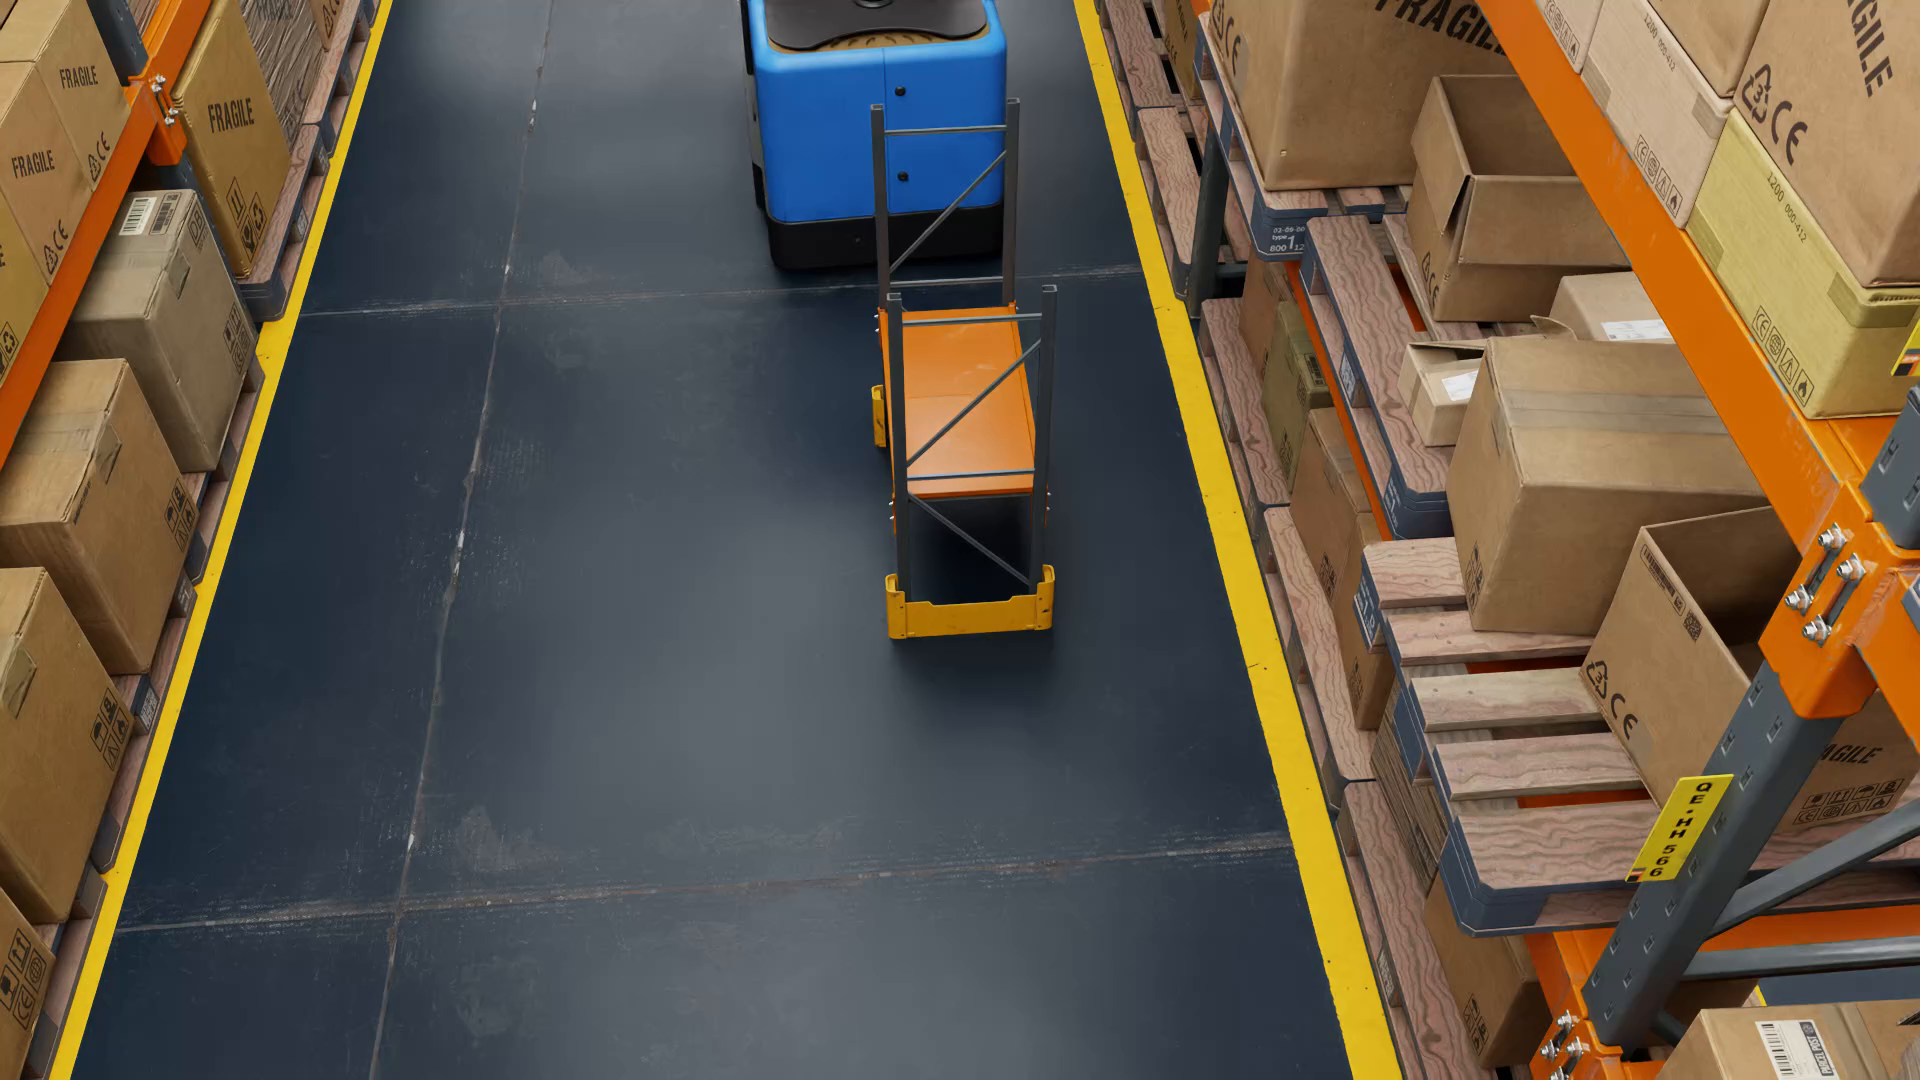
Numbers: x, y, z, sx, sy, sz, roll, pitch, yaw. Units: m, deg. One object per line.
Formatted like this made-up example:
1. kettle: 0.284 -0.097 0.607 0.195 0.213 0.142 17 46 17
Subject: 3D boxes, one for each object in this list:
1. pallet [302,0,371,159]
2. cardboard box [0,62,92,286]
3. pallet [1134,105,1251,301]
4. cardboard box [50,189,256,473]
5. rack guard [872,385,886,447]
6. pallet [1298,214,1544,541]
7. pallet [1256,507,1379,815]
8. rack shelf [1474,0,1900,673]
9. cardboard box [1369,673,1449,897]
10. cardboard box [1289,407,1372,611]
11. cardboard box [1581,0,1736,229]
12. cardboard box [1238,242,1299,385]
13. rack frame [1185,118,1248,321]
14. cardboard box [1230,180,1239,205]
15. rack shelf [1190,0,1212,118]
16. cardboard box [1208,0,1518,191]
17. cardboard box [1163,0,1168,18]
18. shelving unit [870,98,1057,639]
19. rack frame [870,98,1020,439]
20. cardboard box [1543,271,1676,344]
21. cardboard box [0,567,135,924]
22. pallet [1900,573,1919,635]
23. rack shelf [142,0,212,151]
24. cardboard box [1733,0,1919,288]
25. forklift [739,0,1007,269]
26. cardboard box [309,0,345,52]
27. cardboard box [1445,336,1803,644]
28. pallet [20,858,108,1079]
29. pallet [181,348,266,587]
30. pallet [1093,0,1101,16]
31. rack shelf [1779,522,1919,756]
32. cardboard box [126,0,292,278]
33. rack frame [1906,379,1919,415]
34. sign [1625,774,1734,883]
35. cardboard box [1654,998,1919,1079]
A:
1. pallet: -3.560 -2.300 8.283 1.003 0.211 1.213 -3 47 -3
2. cardboard box: -3.117 -1.126 5.182 0.500 0.500 0.500 -4 47 -4
3. pallet: 1.390 -1.572 7.594 1.003 0.211 1.213 -3 47 -3
4. cardboard box: -3.328 -0.746 6.151 1.050 0.750 0.750 -4 47 -3
5. rack guard: -0.048 -0.501 6.553 0.587 0.250 0.087 -3 47 -3
6. pallet: 1.610 -0.517 4.806 1.003 0.211 1.213 -3 47 -3
7. pallet: 1.654 0.360 5.764 1.003 0.211 1.213 -3 47 -3
8. rack shelf: 1.649 -1.384 3.925 1.077 0.370 4.000 -3 47 -3
9. cardboard box: 1.681 0.671 4.967 0.700 0.500 0.500 -7 47 -7
10. cardboard box: 1.580 -0.142 5.738 0.700 0.500 0.500 -7 47 -7
11. cardboard box: 1.477 -0.820 2.998 0.500 0.250 0.500 -4 47 -3
12. cardboard box: 1.512 -0.893 6.449 0.700 0.500 0.500 -7 47 -6
13. rack frame: 1.482 -2.047 6.123 1.000 3.000 0.127 -3 47 -3
14. cardboard box: 1.488 -1.624 7.154 0.500 0.500 0.500 -5 47 -5
15. rack shelf: 1.314 -3.247 7.755 1.077 0.370 4.000 -3 47 -3
16. cardboard box: 1.409 -1.815 5.200 1.000 1.000 1.000 -3 47 -3
17. cardboard box: 1.300 -2.889 8.352 0.500 0.500 0.500 0 47 0
18. shelving unit: -0.006 -0.571 5.758 0.587 1.500 1.083 -3 47 -3
19. rack frame: -0.050 -0.945 6.112 0.500 1.500 0.032 -3 47 -3
20. cardboard box: 1.906 -0.473 4.446 0.500 0.250 0.500 -5 47 -4
21. cardboard box: -3.172 0.626 4.851 1.050 0.750 0.750 -3 47 -3
22. pallet: 1.923 0.343 1.923 1.213 0.211 1.003 -2 47 -1
23. rack shelf: -3.637 -3.019 7.538 1.077 0.370 4.000 -3 47 -3
24. cardboard box: 1.527 -0.721 2.388 0.500 0.500 0.500 -2 47 -2
25. forklift: -0.518 -3.274 7.332 1.130 2.935 3.031 -6 47 -6
26. cardboard box: -3.606 -3.004 8.203 0.875 0.875 0.875 -4 47 -4
27. cardboard box: 1.585 -0.118 3.938 0.700 0.500 0.500 3 47 3
28. pallet: -3.125 1.459 4.723 1.003 0.211 1.213 -3 47 -3
29. pallet: -3.330 -0.306 6.395 1.003 0.211 1.213 -3 47 -3
30. pallet: 1.186 -3.338 9.266 1.003 0.211 1.213 -3 47 -3
31. rack shelf: 1.984 1.510 1.184 1.077 0.370 4.000 -3 47 -3
32. cardboard box: -3.452 -1.692 6.961 0.875 0.875 0.875 -3 47 -3
33. rack frame: 1.817 -1.216 1.204 1.000 3.000 0.127 -3 47 -3
34. sign: 1.277 0.516 2.953 0.100 0.325 0.005 -3 47 -3
35. cardboard box: 1.586 1.181 2.997 0.500 0.500 0.500 -2 47 -2
